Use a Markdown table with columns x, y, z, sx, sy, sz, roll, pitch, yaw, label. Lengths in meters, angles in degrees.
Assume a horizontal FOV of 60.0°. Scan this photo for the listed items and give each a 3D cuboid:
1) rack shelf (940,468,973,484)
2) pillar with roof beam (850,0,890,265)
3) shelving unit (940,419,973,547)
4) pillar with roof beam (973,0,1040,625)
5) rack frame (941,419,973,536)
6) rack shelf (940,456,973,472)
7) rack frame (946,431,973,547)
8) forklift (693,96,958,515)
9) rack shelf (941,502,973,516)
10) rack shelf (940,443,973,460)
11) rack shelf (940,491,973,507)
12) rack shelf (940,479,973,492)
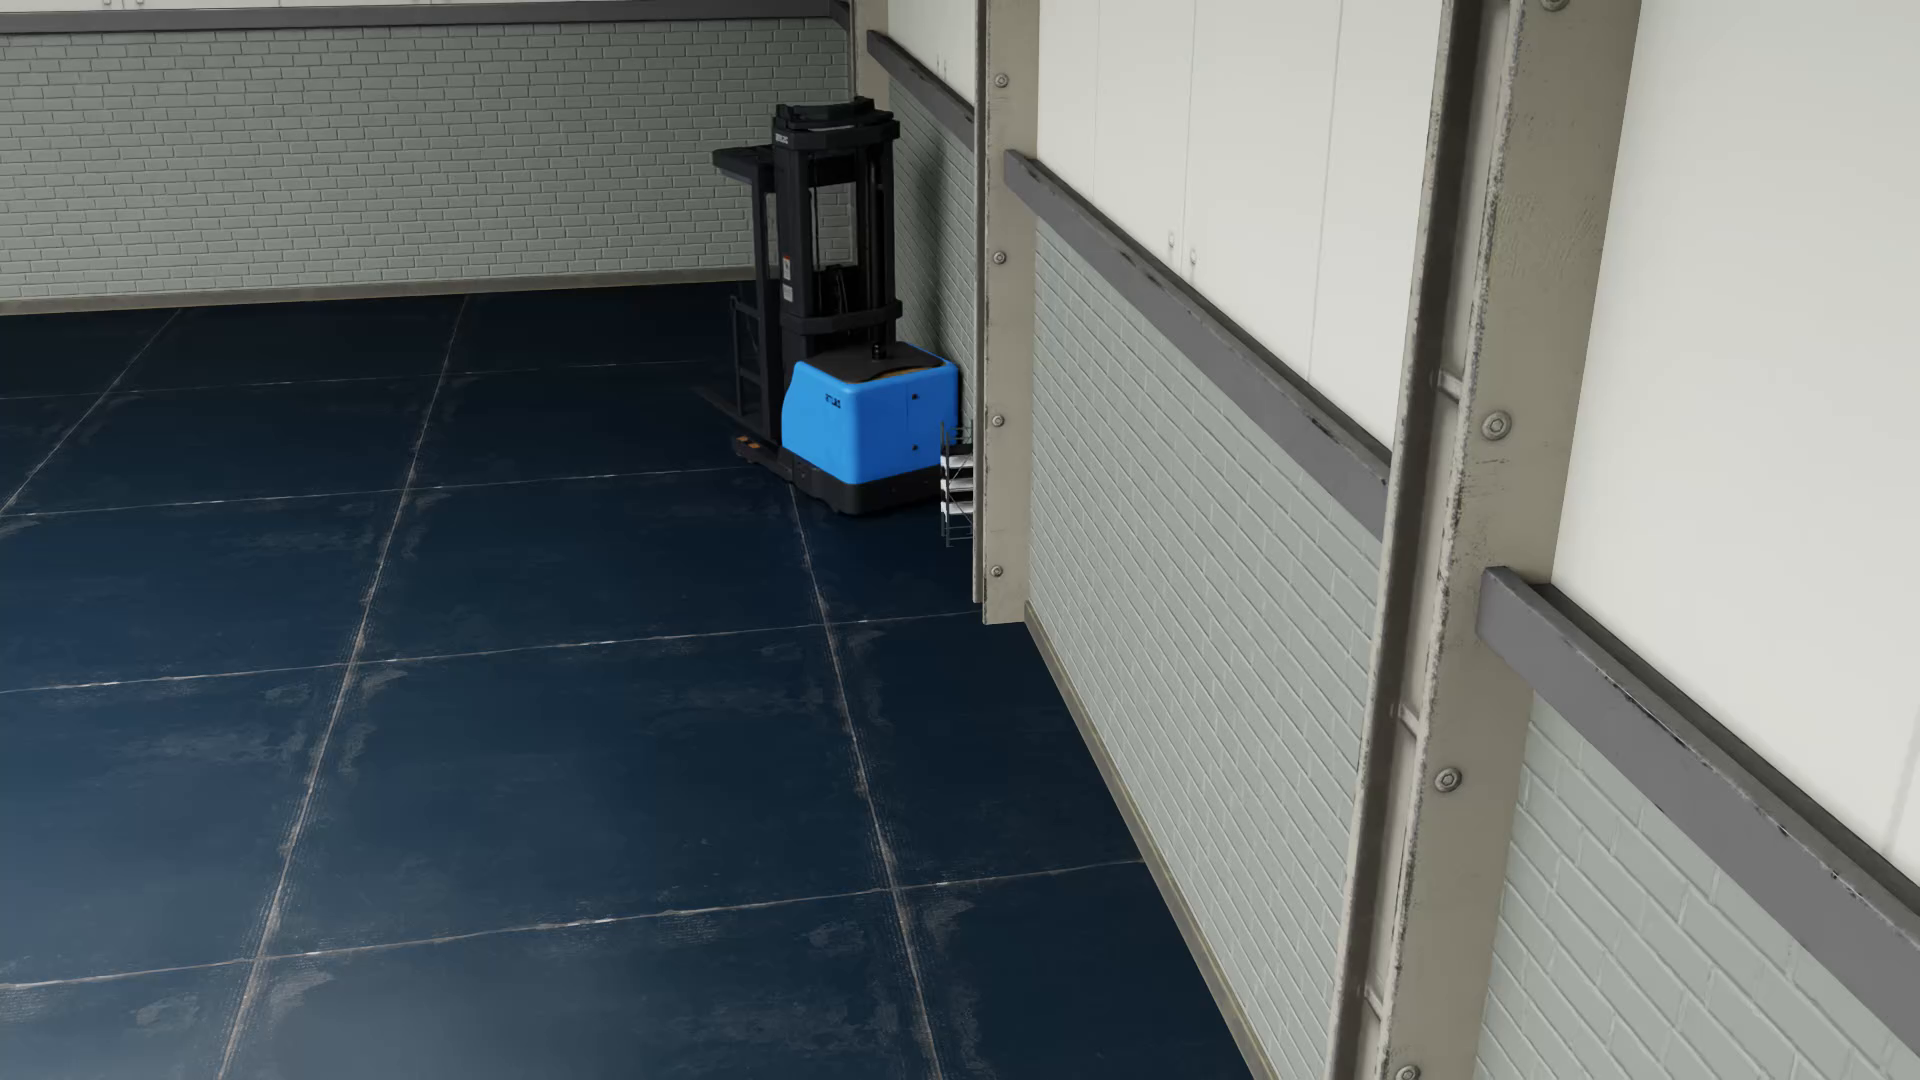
| x | y | z | sx | sy | sz | roll | pitch | yaw | label |
| --- | --- | --- | --- | --- | --- | --- | --- | --- | --- |
| 0.001 | -0.461 | 12.040 | 0.258 | 0.077 | 0.200 | -4 | 24 | -10 | rack shelf |
| -5.066 | -5.696 | 14.049 | 9.100 | 9.000 | 0.400 | -4 | 24 | -10 | pillar with roof beam |
| 0.001 | -0.409 | 12.063 | 0.258 | 0.900 | 0.210 | -4 | 24 | -10 | shelving unit |
| -3.956 | -3.336 | 8.645 | 9.100 | 9.000 | 0.400 | -4 | 24 | -10 | pillar with roof beam |
| -0.017 | -0.449 | 12.154 | 0.240 | 0.900 | 0.006 | -4 | 24 | -10 | rack frame |
| 0.001 | -0.544 | 12.004 | 0.258 | 0.077 | 0.200 | -4 | 24 | -10 | rack shelf |
| 0.020 | -0.369 | 11.971 | 0.240 | 0.900 | 0.006 | -4 | 24 | -10 | rack frame |
| -1.244 | -2.069 | 13.326 | 1.130 | 2.935 | 3.031 | -15 | 28 | -31 | forklift |
| 0.002 | -0.214 | 12.148 | 0.258 | 0.077 | 0.200 | -4 | 24 | -10 | rack shelf |
| 0.001 | -0.626 | 11.968 | 0.258 | 0.077 | 0.200 | -4 | 24 | -10 | rack shelf |
| 0.002 | -0.296 | 12.112 | 0.258 | 0.077 | 0.200 | -4 | 24 | -10 | rack shelf |
| 0.002 | -0.379 | 12.076 | 0.258 | 0.077 | 0.200 | -4 | 24 | -10 | rack shelf |
